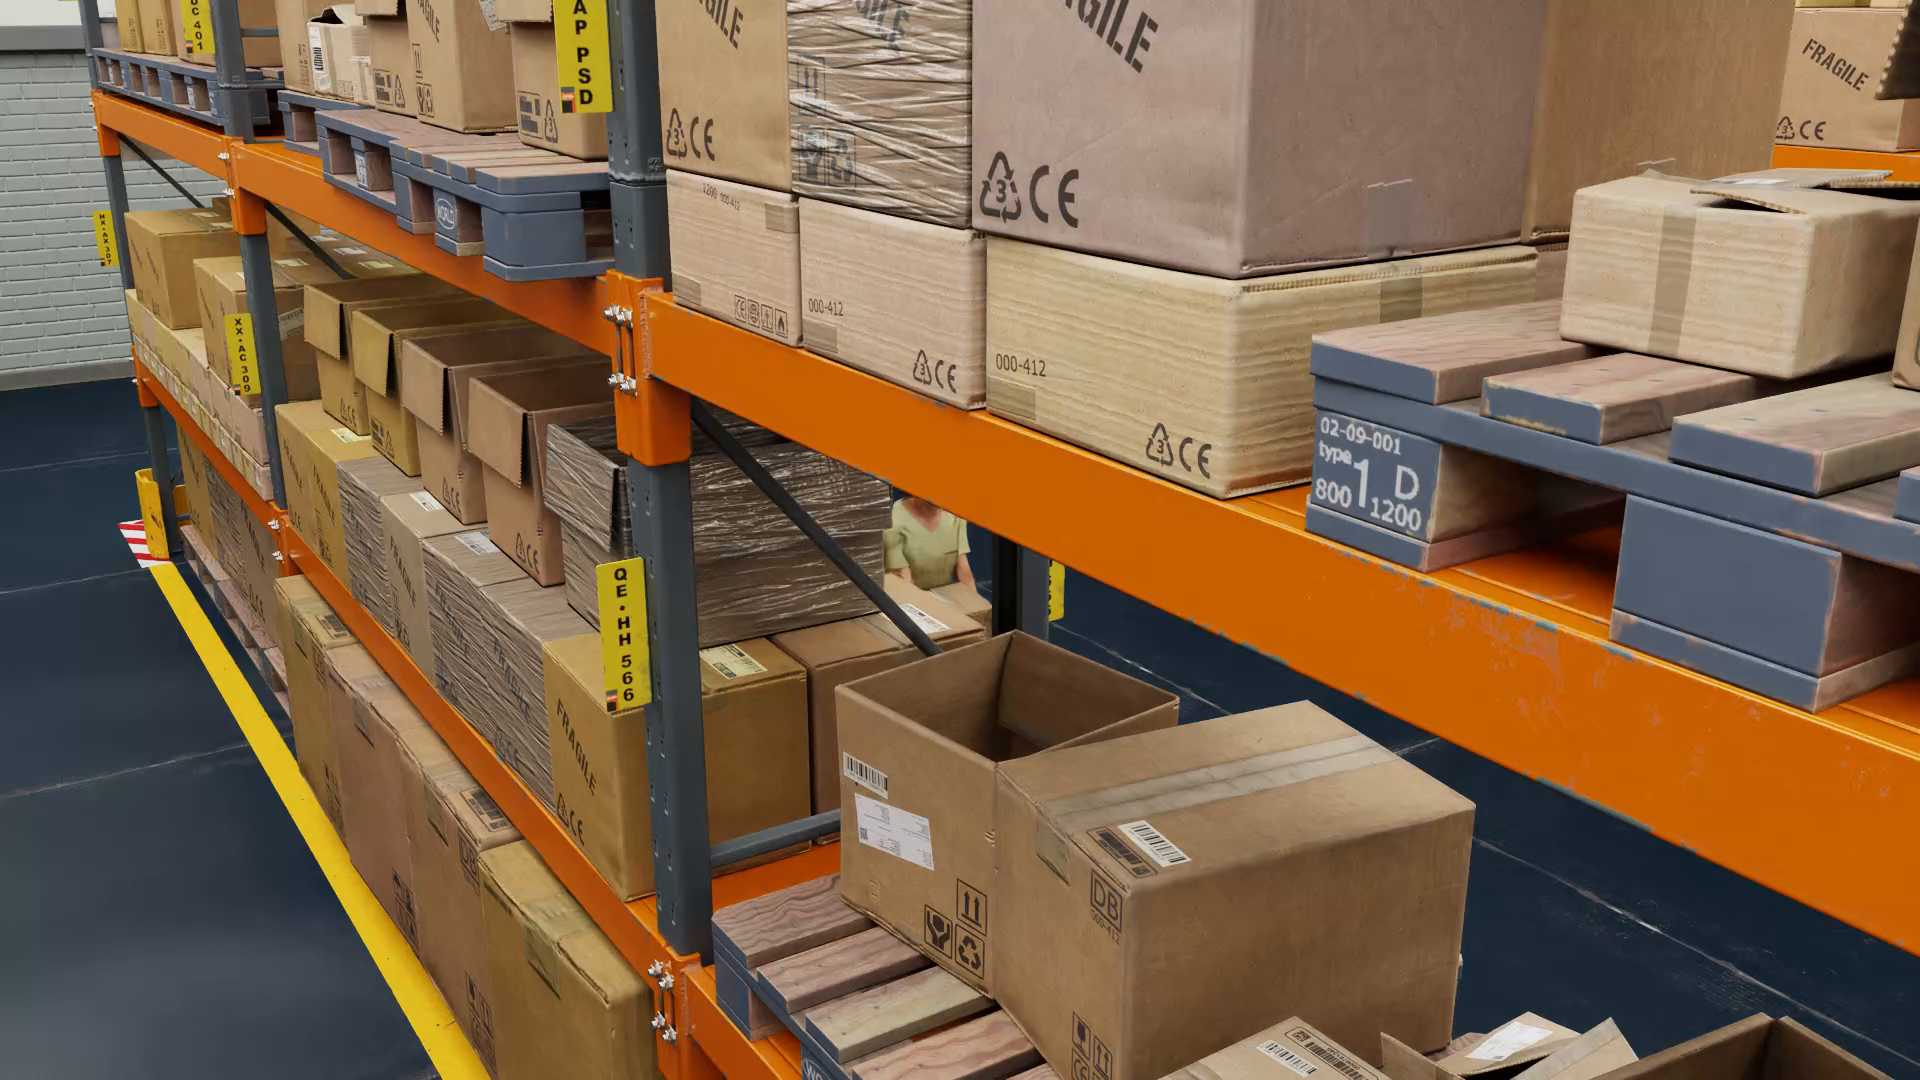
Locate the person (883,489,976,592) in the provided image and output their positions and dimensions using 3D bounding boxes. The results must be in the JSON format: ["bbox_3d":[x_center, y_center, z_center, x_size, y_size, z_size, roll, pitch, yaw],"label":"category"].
[{"bbox_3d":[-0.127,0.406,6.851,0.408,1.663,0.513,-12,22,-32],"label":"person"}]
